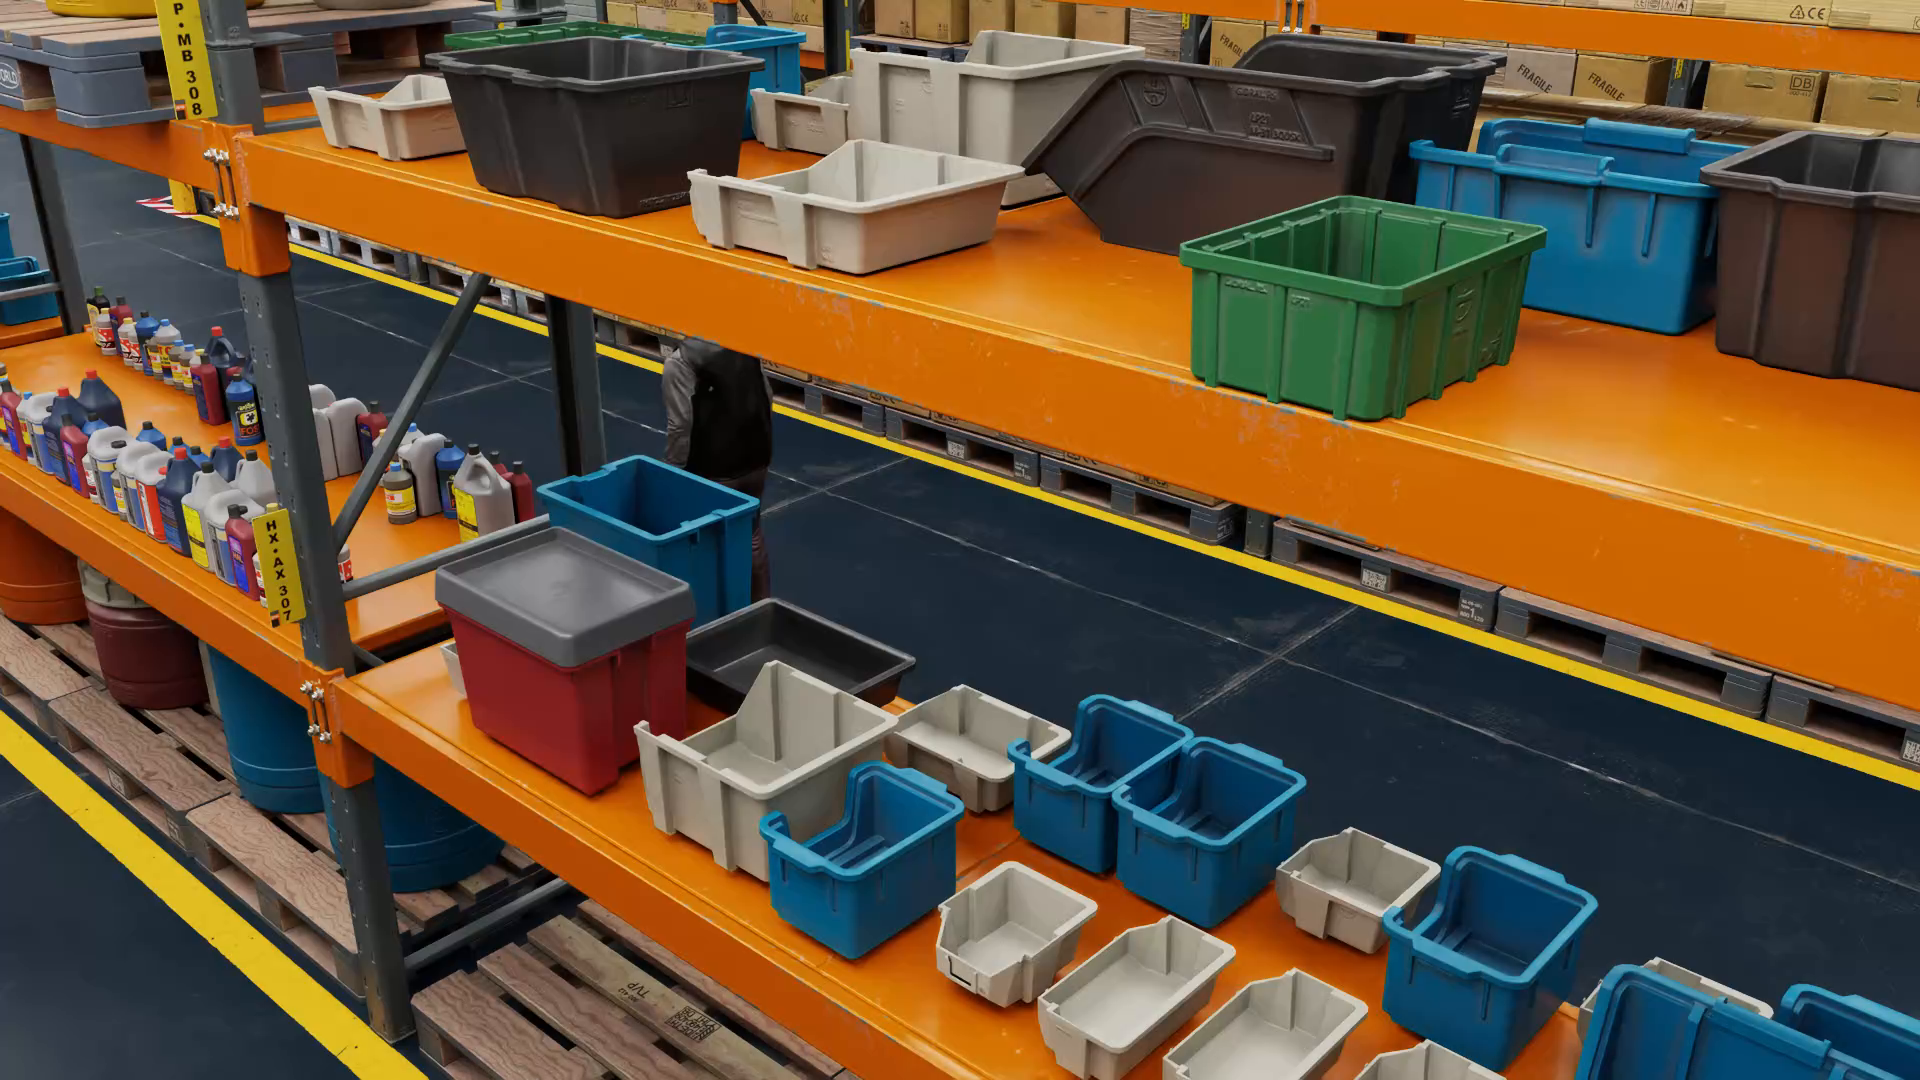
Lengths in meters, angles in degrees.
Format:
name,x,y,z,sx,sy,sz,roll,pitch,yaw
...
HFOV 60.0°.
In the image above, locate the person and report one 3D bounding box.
name,x,y,z,sx,sy,sz,roll,pitch,yaw
person,-1.058,-0.333,7.388,0.419,1.720,0.578,19,30,37
